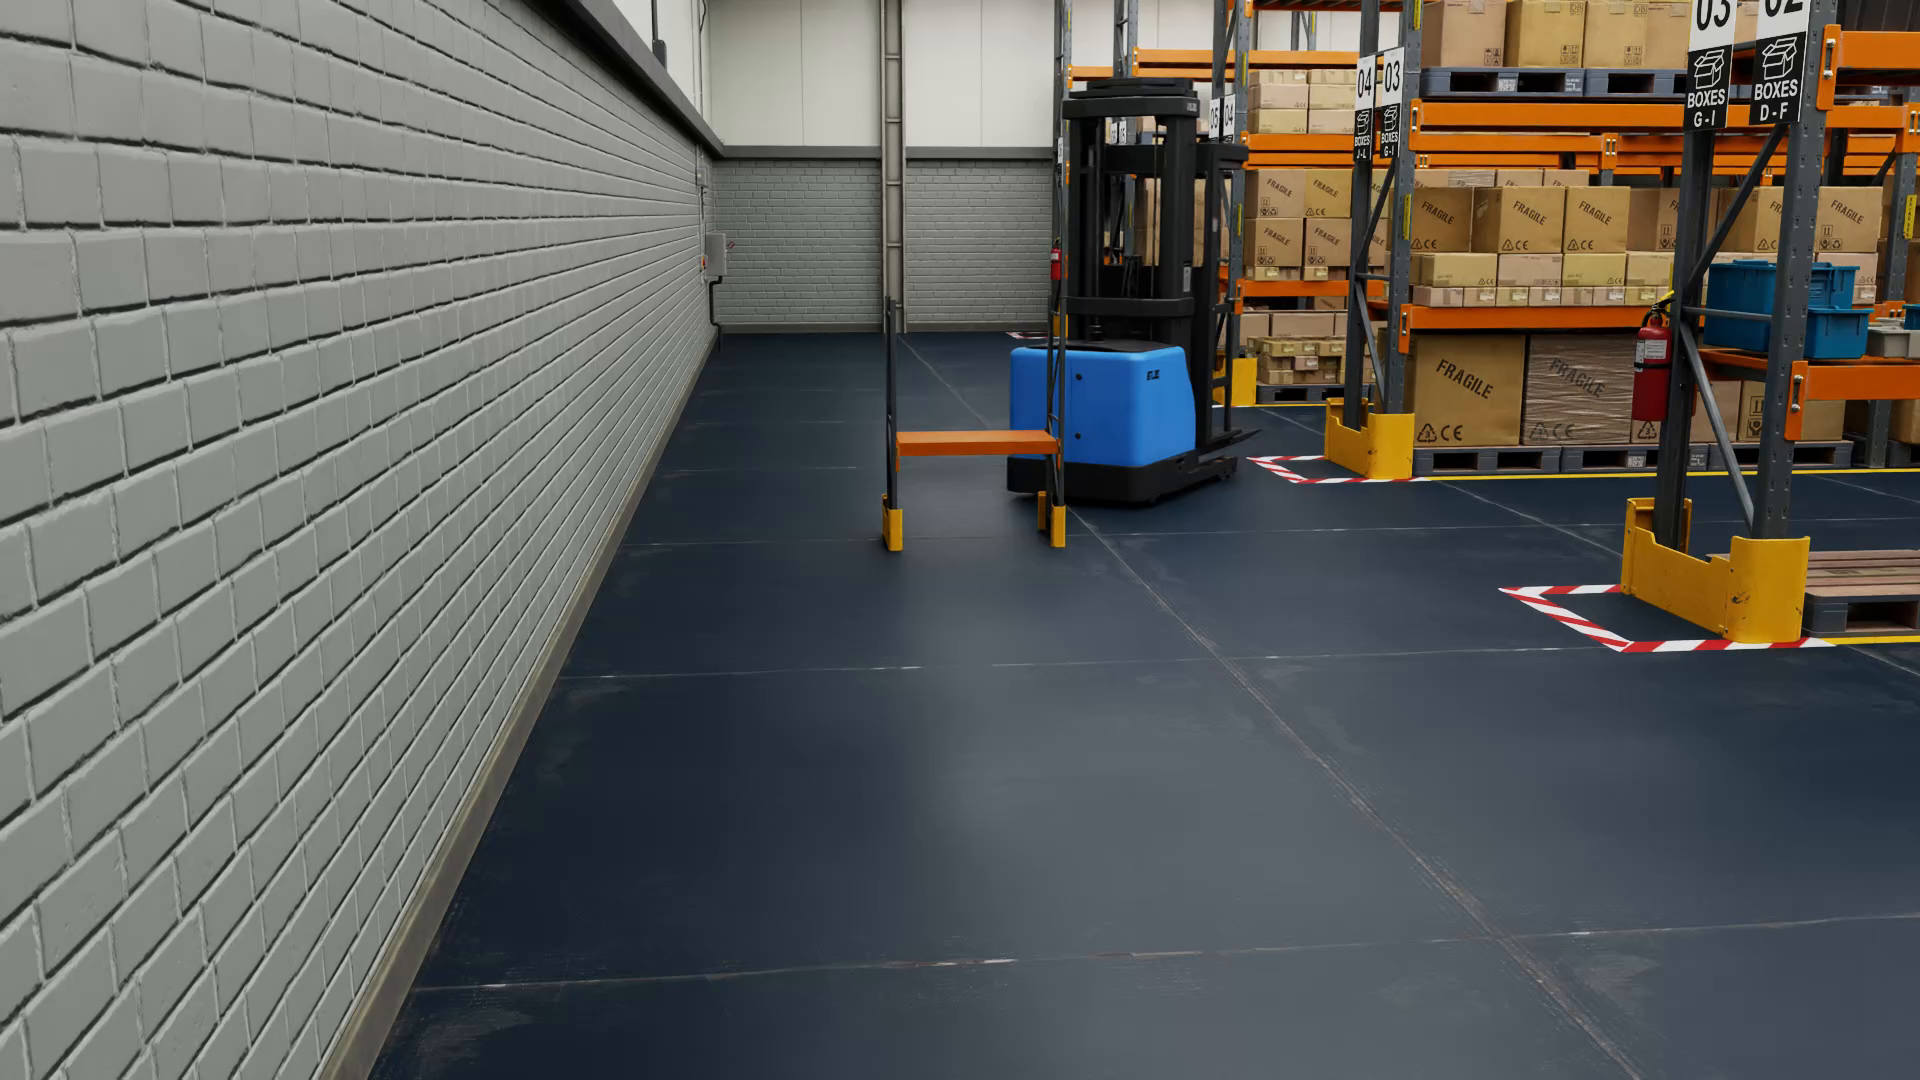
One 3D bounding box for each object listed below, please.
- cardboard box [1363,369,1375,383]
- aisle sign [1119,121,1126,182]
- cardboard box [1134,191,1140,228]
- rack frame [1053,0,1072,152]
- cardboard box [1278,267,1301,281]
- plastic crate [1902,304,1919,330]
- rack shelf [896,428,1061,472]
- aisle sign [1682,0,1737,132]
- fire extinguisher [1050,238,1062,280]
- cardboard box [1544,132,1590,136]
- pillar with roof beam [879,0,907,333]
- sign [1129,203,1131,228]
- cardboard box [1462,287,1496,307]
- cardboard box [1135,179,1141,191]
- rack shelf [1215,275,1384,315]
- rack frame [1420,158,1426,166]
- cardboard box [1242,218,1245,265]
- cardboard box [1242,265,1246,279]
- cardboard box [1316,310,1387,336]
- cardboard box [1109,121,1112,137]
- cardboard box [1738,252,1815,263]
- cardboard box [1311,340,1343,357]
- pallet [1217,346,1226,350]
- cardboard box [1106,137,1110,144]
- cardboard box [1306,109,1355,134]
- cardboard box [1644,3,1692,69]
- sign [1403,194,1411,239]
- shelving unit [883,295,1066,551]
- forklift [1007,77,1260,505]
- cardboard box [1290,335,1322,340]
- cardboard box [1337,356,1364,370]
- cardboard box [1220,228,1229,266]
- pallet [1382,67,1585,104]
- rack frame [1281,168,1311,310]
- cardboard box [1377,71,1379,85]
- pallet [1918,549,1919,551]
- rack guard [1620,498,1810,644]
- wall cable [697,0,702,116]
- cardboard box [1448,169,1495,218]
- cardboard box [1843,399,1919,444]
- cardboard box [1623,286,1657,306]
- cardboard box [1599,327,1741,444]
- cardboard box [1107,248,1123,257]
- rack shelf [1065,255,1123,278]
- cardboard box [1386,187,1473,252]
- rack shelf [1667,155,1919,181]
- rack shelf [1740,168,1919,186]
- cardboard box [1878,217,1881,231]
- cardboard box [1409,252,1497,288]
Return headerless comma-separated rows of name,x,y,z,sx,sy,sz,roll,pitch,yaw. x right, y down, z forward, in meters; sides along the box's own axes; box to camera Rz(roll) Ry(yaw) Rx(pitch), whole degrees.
cardboard box,4.398,-1.793,18.014,0.250,0.149,0.380,-1,11,-6
aisle sign,2.160,-5.166,22.132,0.004,0.787,0.394,-1,11,-6
cardboard box,2.654,-4.543,22.851,0.500,0.500,0.500,-1,11,-4
rack frame,1.661,-7.843,26.937,0.127,3.000,1.000,-1,11,-6
cardboard box,3.442,-2.835,17.662,0.250,0.149,0.380,-1,11,-4
plastic crate,4.741,-1.001,7.960,0.300,0.233,0.416,-1,11,-6
rack shelf,0.085,-0.561,10.267,1.000,0.185,0.538,-1,11,-6
aisle sign,3.703,-2.428,8.203,0.004,0.787,0.394,-1,11,-6
fire extinguisher,1.565,-4.587,27.092,0.183,0.674,0.296,-1,11,-6
cardboard box,6.353,-4.420,17.689,0.500,0.250,0.500,-1,11,-5
pillar with roof beam,-0.652,-7.135,23.331,0.400,9.000,9.100,-1,11,-6
sign,2.255,-4.305,22.041,0.005,0.325,0.100,-1,11,-6
cardboard box,3.914,-1.874,12.775,0.250,0.149,0.380,-1,11,-7
cardboard box,2.536,-4.852,22.738,0.250,0.149,0.380,-1,11,-5
rack shelf,4.824,-2.689,18.137,4.000,0.370,1.077,-1,11,-6
rack frame,6.177,-4.031,23.098,0.127,3.000,1.000,-1,11,-6
cardboard box,3.255,-3.254,18.116,0.500,0.500,0.500,-1,11,-5
cardboard box,3.129,-2.938,18.190,0.250,0.149,0.380,-1,11,-6
cardboard box,5.541,-2.988,23.342,0.875,0.438,0.875,-1,11,-7
cardboard box,2.637,-6.657,27.001,0.500,0.250,0.500,-1,11,-6
cardboard box,6.323,-2.132,13.056,0.500,0.250,0.500,-1,11,-4
cardboard box,3.919,-2.055,17.805,0.250,0.149,0.380,-1,11,-6
pallet,2.987,-2.611,23.104,1.213,0.211,1.003,-1,11,-6
cardboard box,2.132,-6.401,26.992,0.500,0.250,0.500,-1,11,-7
cardboard box,3.834,-4.369,17.431,0.500,0.250,0.500,-1,11,-4
cardboard box,5.406,-3.885,12.970,0.500,0.500,0.700,-1,11,-4
sign,3.325,-2.405,12.374,0.005,0.325,0.100,-1,11,-6
shelving unit,0.076,-0.738,10.231,1.083,1.500,0.587,-1,11,-6
forklift,1.489,-1.923,12.553,1.130,2.935,3.031,6,13,28
cardboard box,3.834,-2.183,18.458,0.250,0.149,0.380,-1,11,-7
cardboard box,4.163,-1.917,17.874,0.250,0.149,0.380,-1,11,-4
cardboard box,3.716,-3.975,22.552,0.500,0.500,0.500,-1,11,-6
pallet,4.007,-3.493,12.815,1.213,0.211,1.003,-1,11,-6
rack frame,5.638,-4.983,27.939,0.127,3.000,1.000,-1,11,-6
cardboard box,4.202,-4.827,17.429,0.250,0.149,0.380,-1,11,-4
pallet,5.840,0.236,8.620,1.213,0.211,1.003,-1,11,-6
rack guard,3.783,0.132,8.401,0.348,0.500,1.175,-1,11,-6
wall cable,-3.502,-6.863,21.951,0.029,3.000,2.355,-1,11,-6
cardboard box,5.350,-3.688,17.731,0.500,0.500,0.500,-1,11,-5
cardboard box,7.882,-1.311,13.682,0.875,0.875,1.225,-1,11,-6
cardboard box,5.188,-1.901,12.911,0.250,0.149,0.380,-1,11,-8
cardboard box,5.688,-1.277,13.508,0.875,0.875,0.875,-1,11,-6
cardboard box,2.523,-4.757,27.441,0.250,0.149,0.380,-1,11,-7
rack shelf,3.649,-4.588,27.797,4.000,0.370,1.077,-1,11,-6
cardboard box,3.727,-2.548,13.228,0.500,0.500,0.500,-1,11,-5
rack shelf,12.142,-5.275,23.513,4.000,0.370,1.077,-1,11,-6
rack shelf,15.579,-6.310,28.779,4.000,0.370,1.077,-1,11,-6
cardboard box,9.841,-3.434,18.078,0.250,0.149,0.380,-1,11,-4
cardboard box,3.777,-2.078,12.780,0.500,0.250,0.500,-2,11,-8
